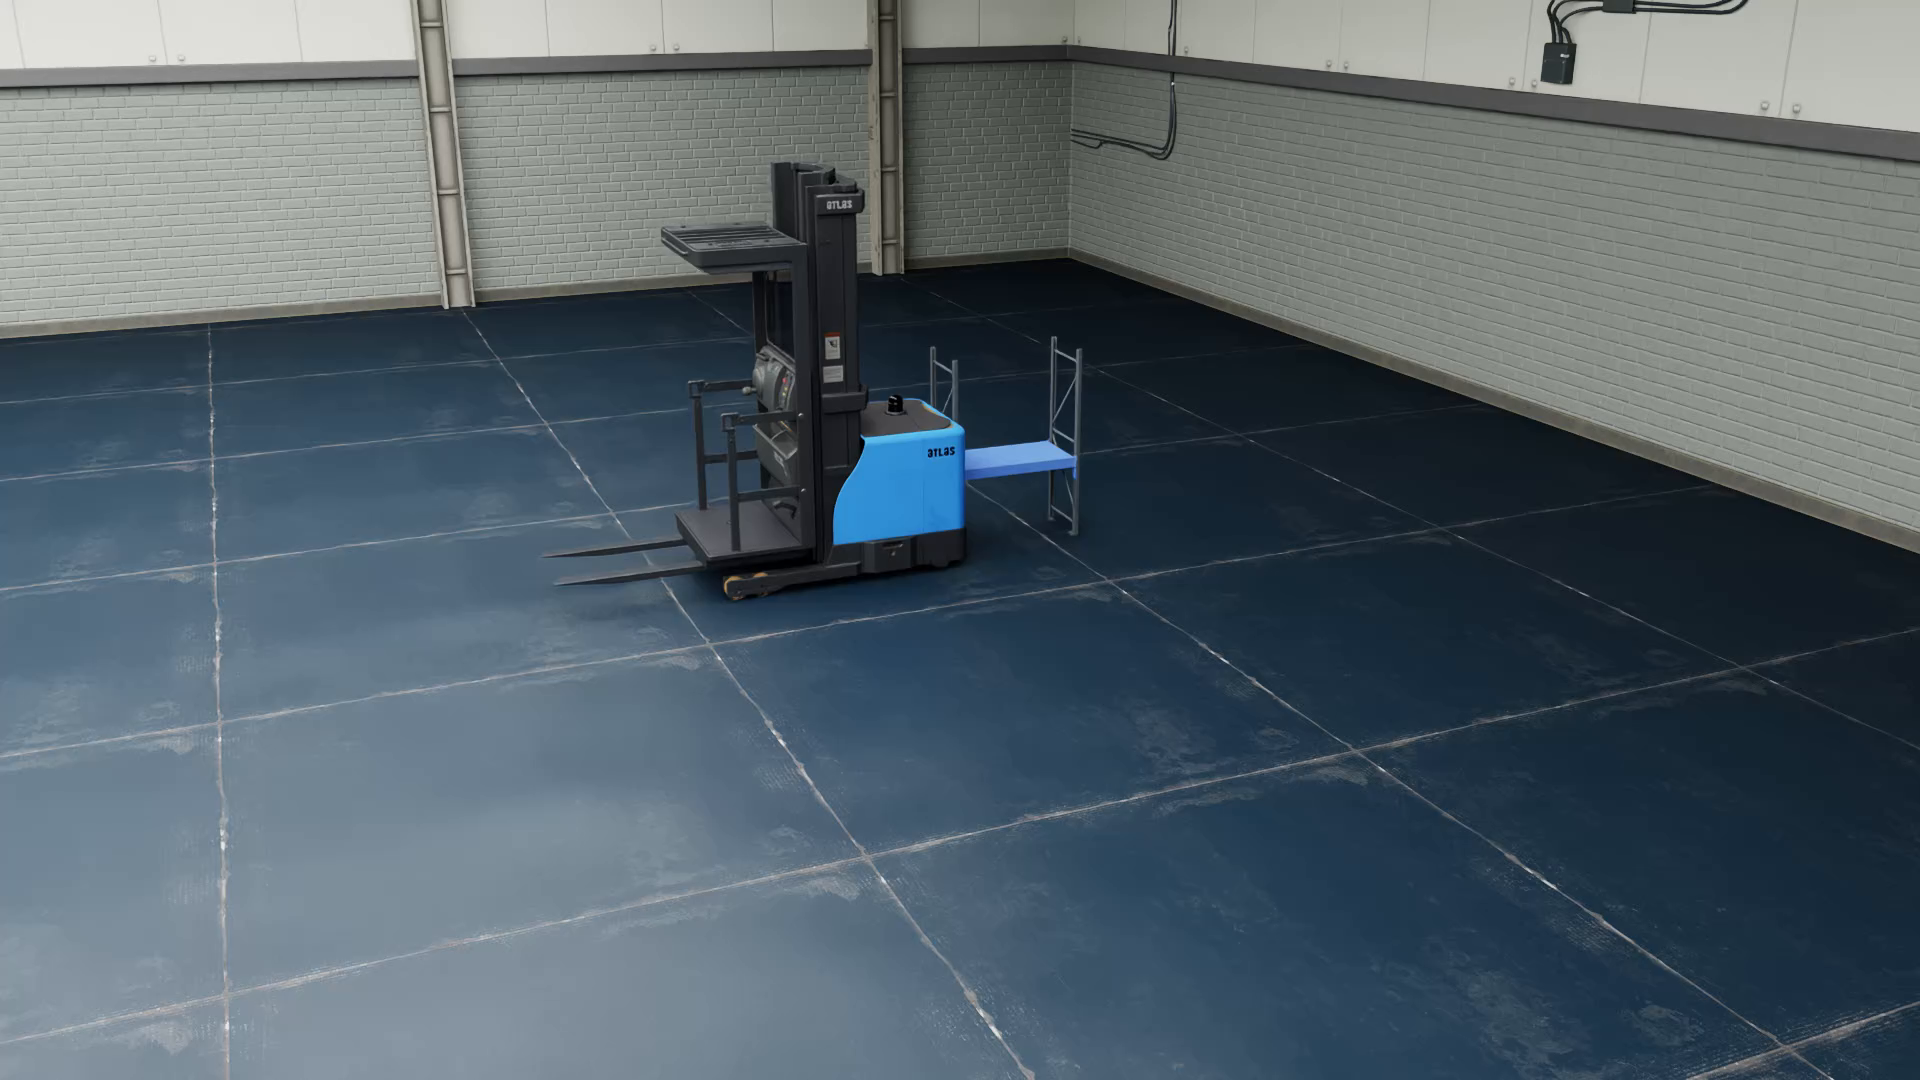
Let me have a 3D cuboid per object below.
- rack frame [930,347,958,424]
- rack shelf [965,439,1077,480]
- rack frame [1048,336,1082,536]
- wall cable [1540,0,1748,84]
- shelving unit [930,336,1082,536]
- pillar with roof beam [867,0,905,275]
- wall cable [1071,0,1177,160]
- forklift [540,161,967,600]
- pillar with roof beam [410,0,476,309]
[{"bbox_3d":[-0.121,-0.691,12.726,0.032,1.500,0.500,-8,21,-20],"label":"rack frame"},{"bbox_3d":[0.351,-0.584,12.963,1.000,0.185,0.538,-8,21,-20],"label":"rack shelf"},{"bbox_3d":[0.823,-0.816,13.081,0.032,1.500,0.500,-8,21,-20],"label":"rack frame"},{"bbox_3d":[5.937,-6.787,13.628,0.169,6.003,2.305,-8,21,-22],"label":"wall cable"},{"bbox_3d":[0.351,-0.753,12.903,1.048,1.500,0.538,-8,21,-20],"label":"shelving unit"},{"bbox_3d":[0.667,-6.783,18.737,0.400,9.000,9.100,-8,21,-22],"label":"pillar with roof beam"},{"bbox_3d":[2.191,-6.615,22.937,0.112,2.526,3.097,-8,21,-22],"label":"wall cable"},{"bbox_3d":[-1.516,-1.154,11.887,3.031,2.935,1.130,-8,21,-20],"label":"forklift"},{"bbox_3d":[-4.842,-5.994,16.495,0.400,9.000,9.100,-8,21,-22],"label":"pillar with roof beam"}]
